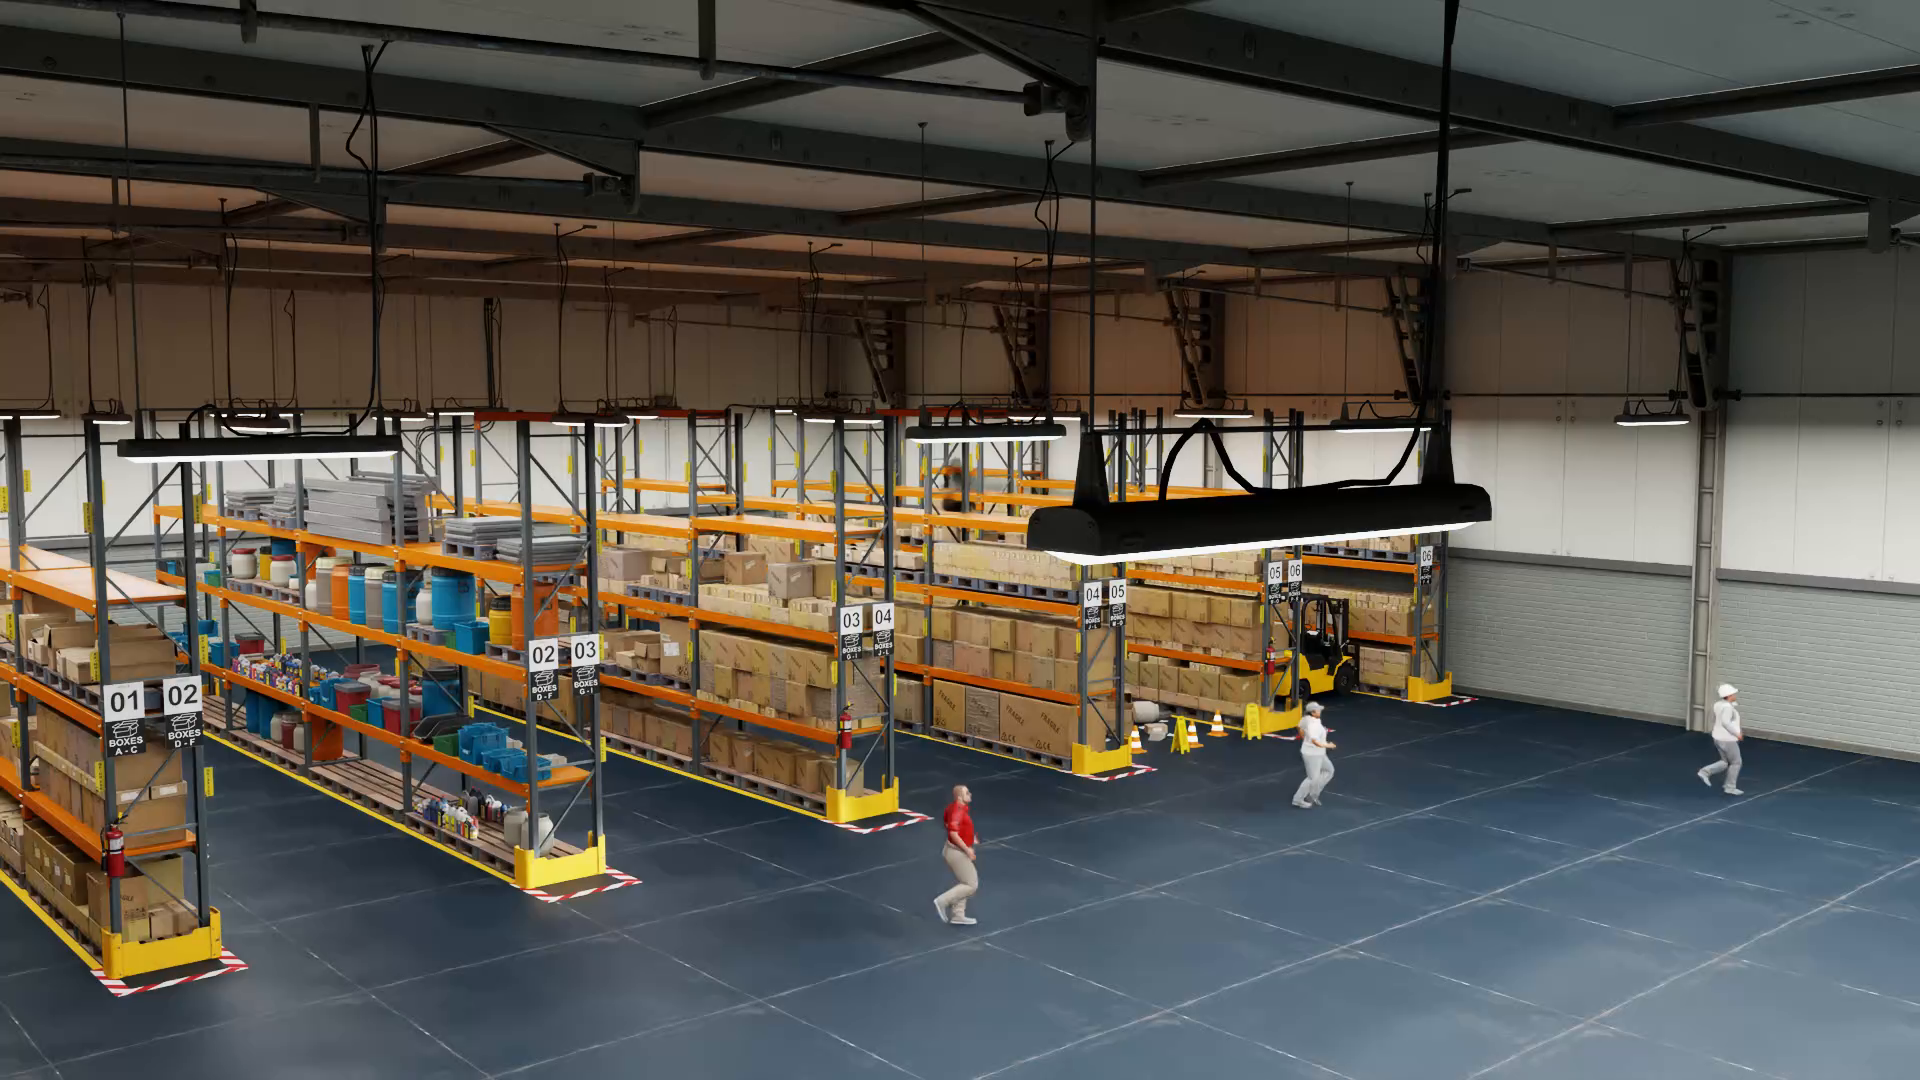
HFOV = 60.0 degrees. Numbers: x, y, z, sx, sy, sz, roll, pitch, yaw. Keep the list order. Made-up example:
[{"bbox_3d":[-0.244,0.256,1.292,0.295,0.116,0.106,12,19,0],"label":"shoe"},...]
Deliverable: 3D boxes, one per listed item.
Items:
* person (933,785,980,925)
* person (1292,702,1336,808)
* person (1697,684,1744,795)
[{"bbox_3d":[-0.043,3.756,19.831,0.650,1.701,0.655,-1,5,-14],"label":"person"},{"bbox_3d":[5.423,3.287,25.464,0.653,1.652,0.614,1,5,8],"label":"person"},{"bbox_3d":[12.081,3.154,26.314,0.687,1.753,0.670,1,5,6],"label":"person"}]
